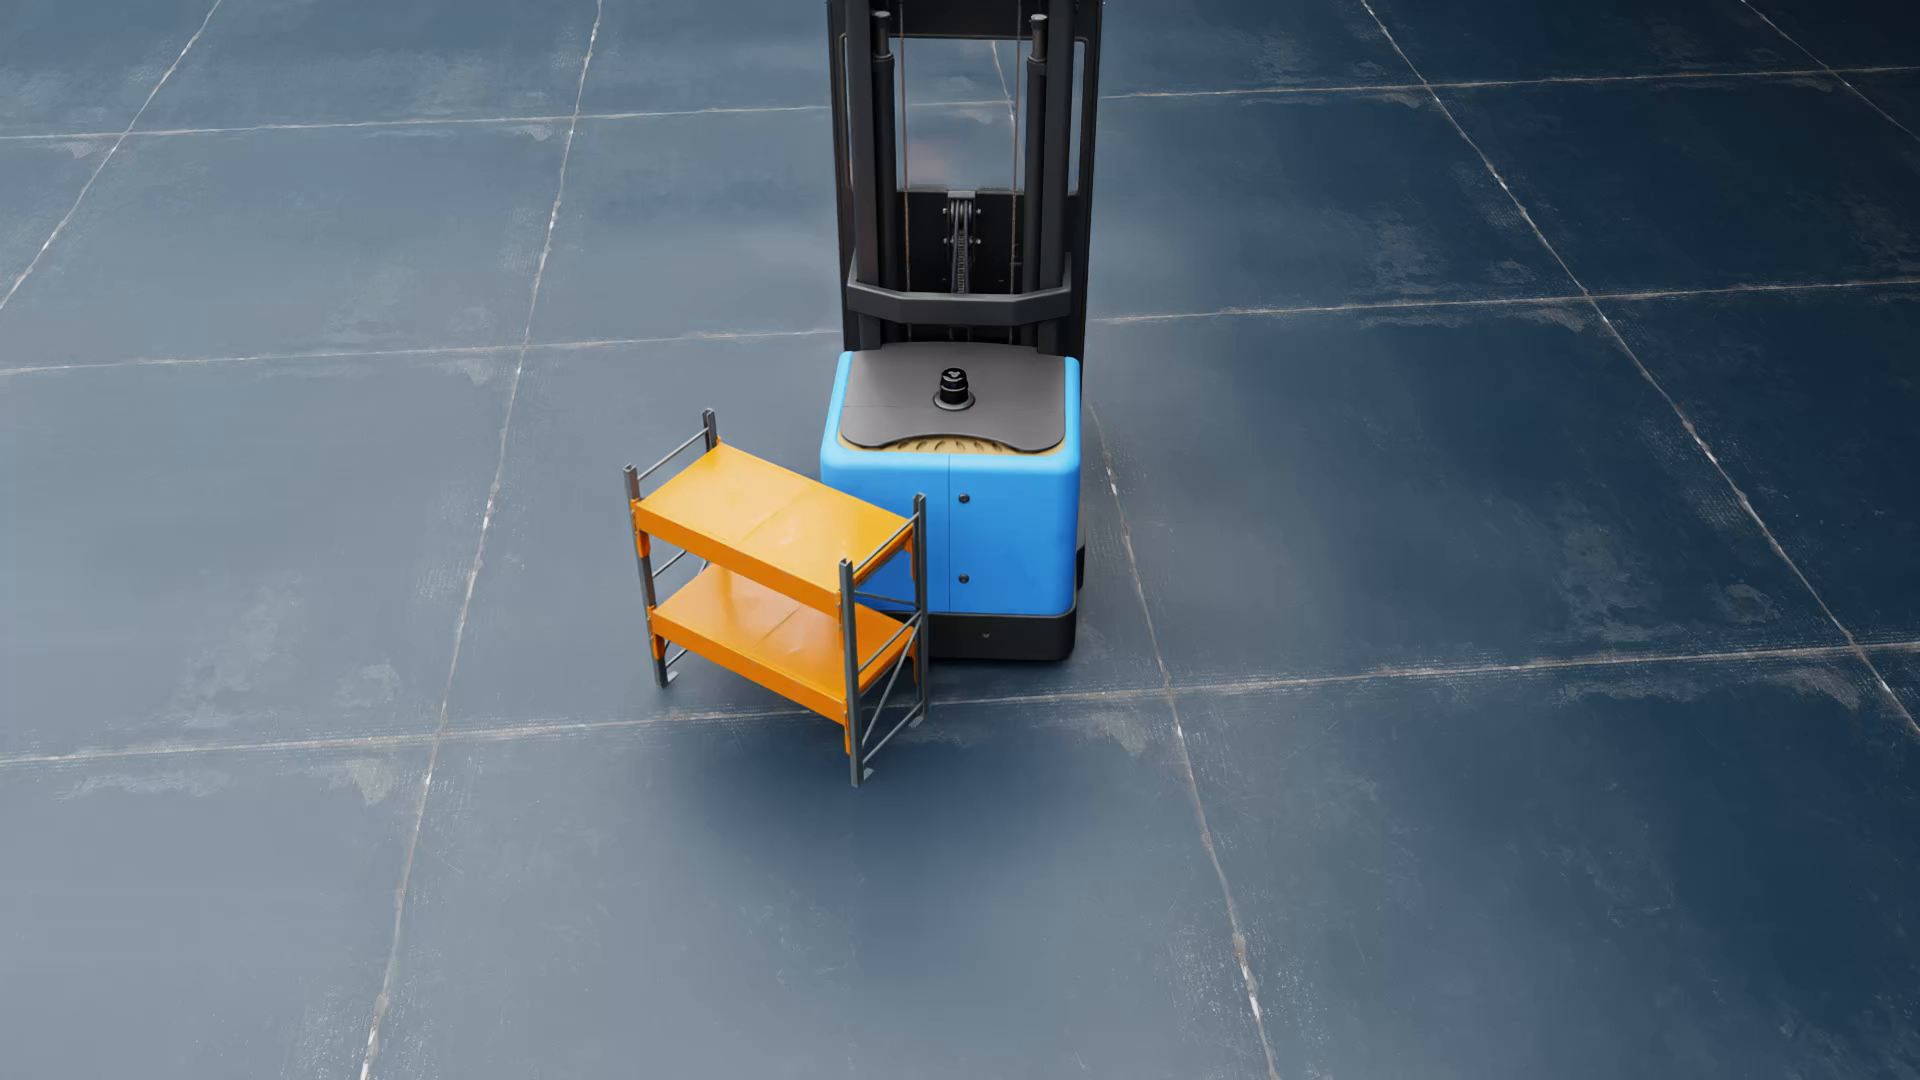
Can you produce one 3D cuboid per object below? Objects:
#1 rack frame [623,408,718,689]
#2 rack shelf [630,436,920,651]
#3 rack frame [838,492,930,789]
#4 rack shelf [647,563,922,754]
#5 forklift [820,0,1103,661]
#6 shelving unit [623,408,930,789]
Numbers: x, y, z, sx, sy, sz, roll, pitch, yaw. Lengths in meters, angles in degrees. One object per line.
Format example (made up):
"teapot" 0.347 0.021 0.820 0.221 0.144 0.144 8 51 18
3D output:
"rack frame" -1.123 0.050 6.779 0.032 1.125 0.500 22 43 26
"rack shelf" -0.700 -0.006 6.377 1.000 0.278 0.538 22 43 26
"rack frame" -0.276 0.398 6.337 0.032 1.125 0.500 22 43 26
"rack shelf" -0.700 0.416 6.709 1.000 0.278 0.538 22 43 26
"forklift" 0.031 -1.536 7.330 1.130 2.935 3.031 2 38 2
"shelving unit" -0.700 0.224 6.558 1.048 1.125 0.538 22 43 26
